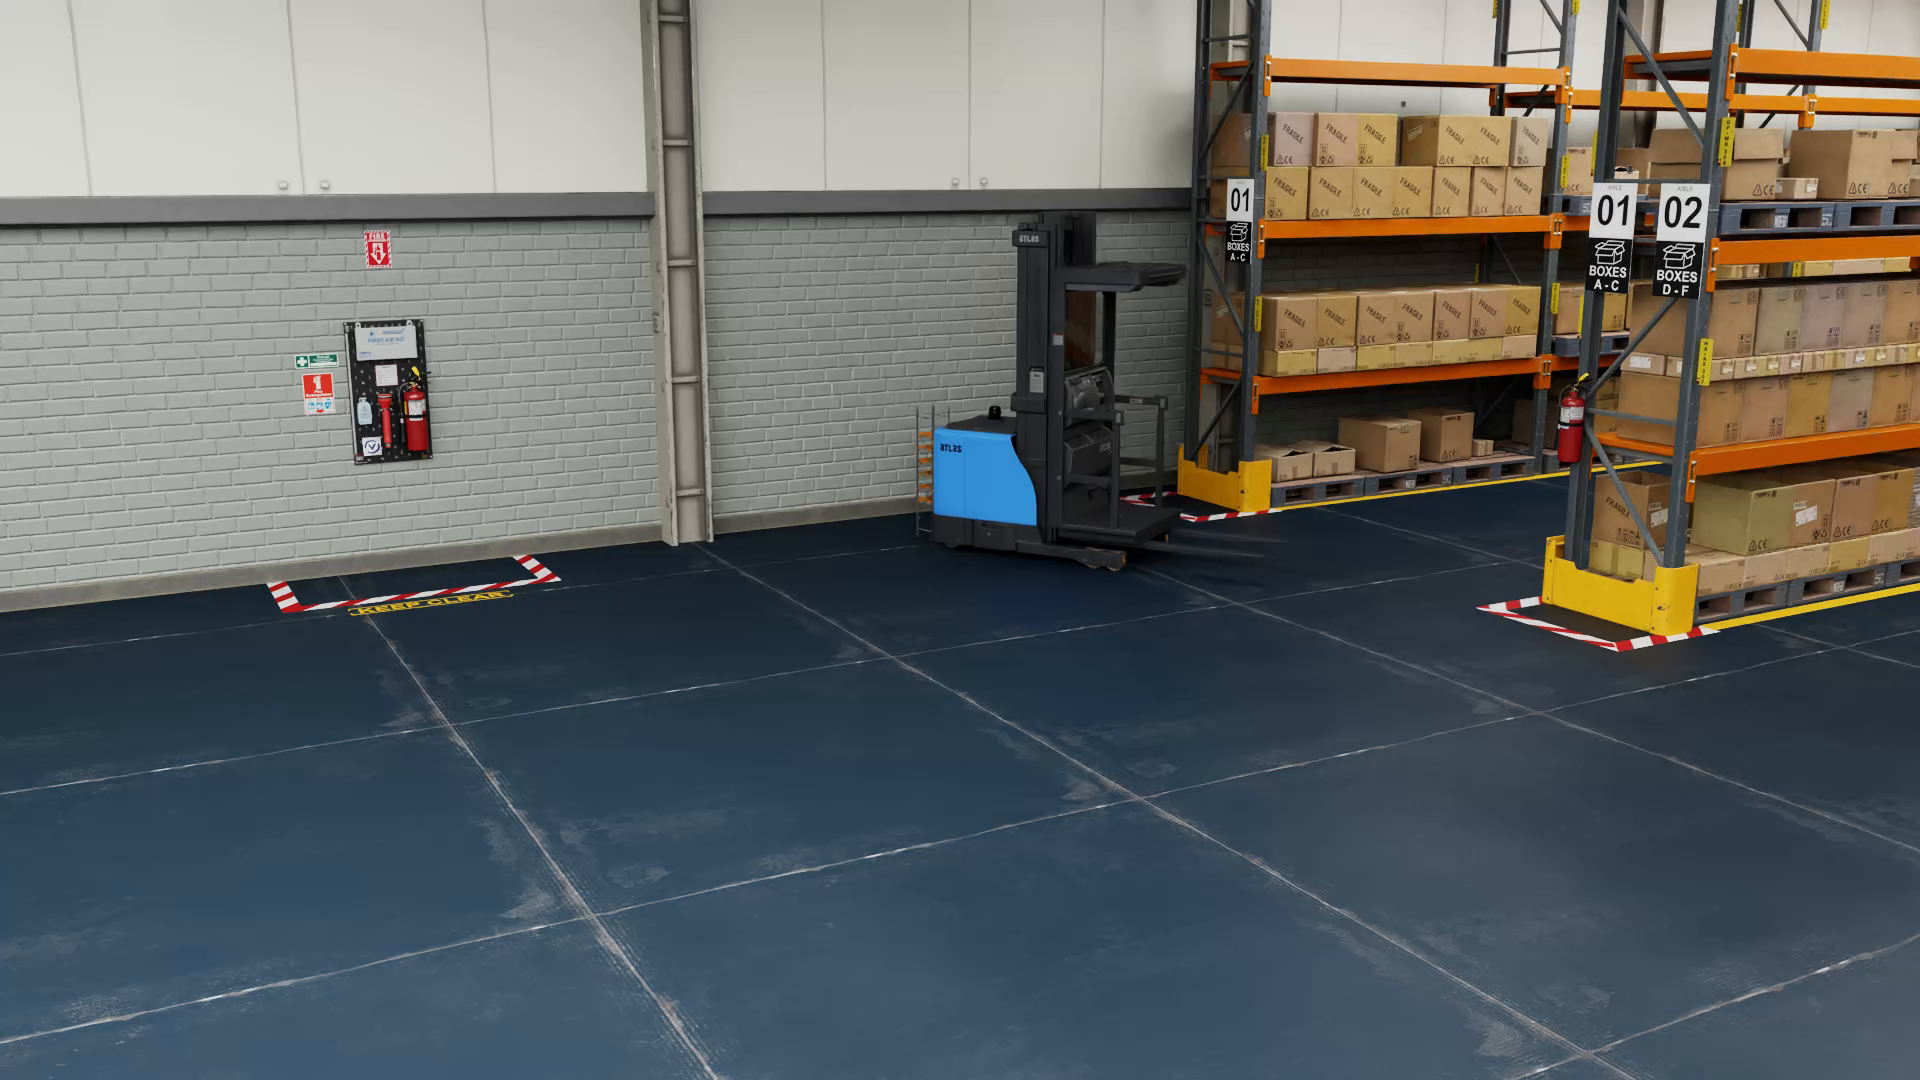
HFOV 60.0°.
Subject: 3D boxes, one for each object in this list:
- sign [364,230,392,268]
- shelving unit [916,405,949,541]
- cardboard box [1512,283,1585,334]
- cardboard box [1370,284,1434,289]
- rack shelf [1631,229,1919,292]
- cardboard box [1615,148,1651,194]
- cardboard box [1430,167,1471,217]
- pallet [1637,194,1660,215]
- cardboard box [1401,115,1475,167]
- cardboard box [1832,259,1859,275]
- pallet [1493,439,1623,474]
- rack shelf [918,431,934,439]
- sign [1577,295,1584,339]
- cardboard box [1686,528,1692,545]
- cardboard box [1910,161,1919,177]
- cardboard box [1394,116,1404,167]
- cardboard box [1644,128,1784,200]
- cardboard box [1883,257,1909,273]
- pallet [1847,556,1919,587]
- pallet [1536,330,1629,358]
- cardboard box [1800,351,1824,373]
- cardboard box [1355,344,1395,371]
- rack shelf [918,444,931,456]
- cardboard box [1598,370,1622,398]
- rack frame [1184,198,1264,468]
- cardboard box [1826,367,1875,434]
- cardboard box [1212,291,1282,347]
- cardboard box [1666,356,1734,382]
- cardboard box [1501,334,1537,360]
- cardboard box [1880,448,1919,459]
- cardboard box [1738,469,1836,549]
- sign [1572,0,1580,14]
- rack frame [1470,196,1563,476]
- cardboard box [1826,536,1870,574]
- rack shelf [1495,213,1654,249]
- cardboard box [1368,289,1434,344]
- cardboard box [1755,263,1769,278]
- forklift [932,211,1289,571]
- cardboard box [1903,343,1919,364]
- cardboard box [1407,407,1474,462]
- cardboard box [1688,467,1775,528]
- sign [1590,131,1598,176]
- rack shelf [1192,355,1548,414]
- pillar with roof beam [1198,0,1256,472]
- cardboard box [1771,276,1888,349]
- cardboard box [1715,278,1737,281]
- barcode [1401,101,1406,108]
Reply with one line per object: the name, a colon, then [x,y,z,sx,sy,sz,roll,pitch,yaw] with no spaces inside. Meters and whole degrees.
sign: [-4.714,-2.356,13.468,0.199,0.298,0.001,-7,14,-28]
shelving unit: [-0.246,-0.608,15.080,0.189,1.200,0.258,-10,16,-38]
cardboard box: [6.568,-2.582,18.520,0.500,0.500,0.700,-7,14,-28]
cardboard box: [4.697,-2.460,17.795,0.500,0.500,0.500,-6,14,-26]
rack shelf: [6.727,-2.219,12.945,4.000,0.370,1.077,-7,14,-28]
cardboard box: [7.706,-4.160,18.748,0.500,0.500,0.500,-7,15,-30]
cardboard box: [4.862,-3.576,17.063,0.500,0.500,0.500,-7,15,-30]
pallet: [7.607,-3.797,18.747,1.003,0.211,1.213,-7,14,-28]
cardboard box: [4.866,-4.060,16.933,0.500,0.500,0.500,-7,15,-30]
cardboard box: [10.610,-3.317,20.355,0.500,0.250,0.500,-7,14,-29]
pallet: [6.788,-0.993,19.042,1.213,0.211,1.003,-7,14,-28]
rack shelf: [-0.246,-0.916,15.010,0.180,0.103,0.258,-10,16,-38]
sign: [4.723,-1.683,12.578,0.005,0.325,0.100,-7,14,-28]
cardboard box: [5.733,0.072,13.264,0.500,0.250,0.500,-7,14,-28]
cardboard box: [7.440,-2.951,13.487,0.500,0.311,0.500,-8,15,-31]
cardboard box: [4.209,-4.115,17.178,0.500,0.500,0.500,-7,14,-28]
cardboard box: [5.478,-2.743,12.123,0.637,0.503,0.797,-6,14,-24]
cardboard box: [11.492,-3.425,20.836,0.500,0.250,0.500,-7,15,-29]
pallet: [7.764,0.119,14.101,1.213,0.211,1.003,-7,14,-28]
pallet: [6.846,-2.230,18.624,1.213,0.211,1.003,-7,14,-28]
cardboard box: [6.324,-1.370,12.661,0.250,0.149,0.380,-7,15,-30]
cardboard box: [4.074,-1.887,16.959,0.500,0.250,0.500,-7,15,-29]
rack shelf: [-0.246,-0.799,15.037,0.180,0.103,0.258,-10,16,-38]
cardboard box: [7.583,-1.816,19.328,0.500,0.250,0.500,-7,15,-29]
rack frame: [2.594,-1.851,16.501,0.127,3.000,1.000,-7,14,-28]
cardboard box: [6.745,-1.155,13.183,0.500,0.500,0.700,-6,14,-26]
cardboard box: [2.906,-2.244,16.835,0.500,0.500,0.500,-7,14,-28]
cardboard box: [5.419,-1.261,12.177,0.250,0.149,0.380,-7,14,-28]
cardboard box: [5.835,-2.100,17.904,0.500,0.250,0.500,-7,14,-28]
cardboard box: [7.925,-0.558,14.355,0.500,0.500,0.500,-7,14,-28]
cardboard box: [6.419,-0.247,12.974,0.500,0.500,0.500,-7,14,-28]
sign: [6.349,-5.586,17.127,0.005,0.325,0.100,-7,14,-28]
rack frame: [6.105,-2.271,18.370,0.127,3.000,1.000,-7,14,-28]
cardboard box: [6.866,0.069,13.276,0.500,0.250,0.500,-7,14,-28]
rack shelf: [7.861,-3.594,19.055,4.000,0.370,1.077,-7,14,-28]
cardboard box: [4.500,-2.305,17.108,0.500,0.500,0.500,-6,14,-26]
cardboard box: [9.890,-3.359,20.546,0.500,0.250,0.500,-6,14,-26]
forklift: [1.294,-1.300,14.208,3.031,2.935,1.130,7,14,28]
cardboard box: [7.452,-1.506,13.263,0.250,0.149,0.380,-7,14,-28]
cardboard box: [5.213,-1.150,18.077,0.500,0.500,0.500,-8,15,-32]
cardboard box: [6.170,-0.347,13.419,0.500,0.500,0.500,-7,14,-28]
sign: [4.723,-2.859,12.314,0.005,0.325,0.100,-7,14,-28]
rack shelf: [4.350,-1.710,17.514,4.000,0.370,1.077,-7,14,-28]
pillar with roof beam: [4.857,-4.188,13.223,0.400,9.000,9.100,-7,14,-28]
cardboard box: [6.774,-1.793,13.060,0.500,0.500,0.700,-7,14,-28]
cardboard box: [8.731,-2.840,19.668,0.500,0.500,0.700,-8,15,-33]
barcode: [4.679,-4.598,17.551,0.075,0.075,0.001,-7,14,-28]
